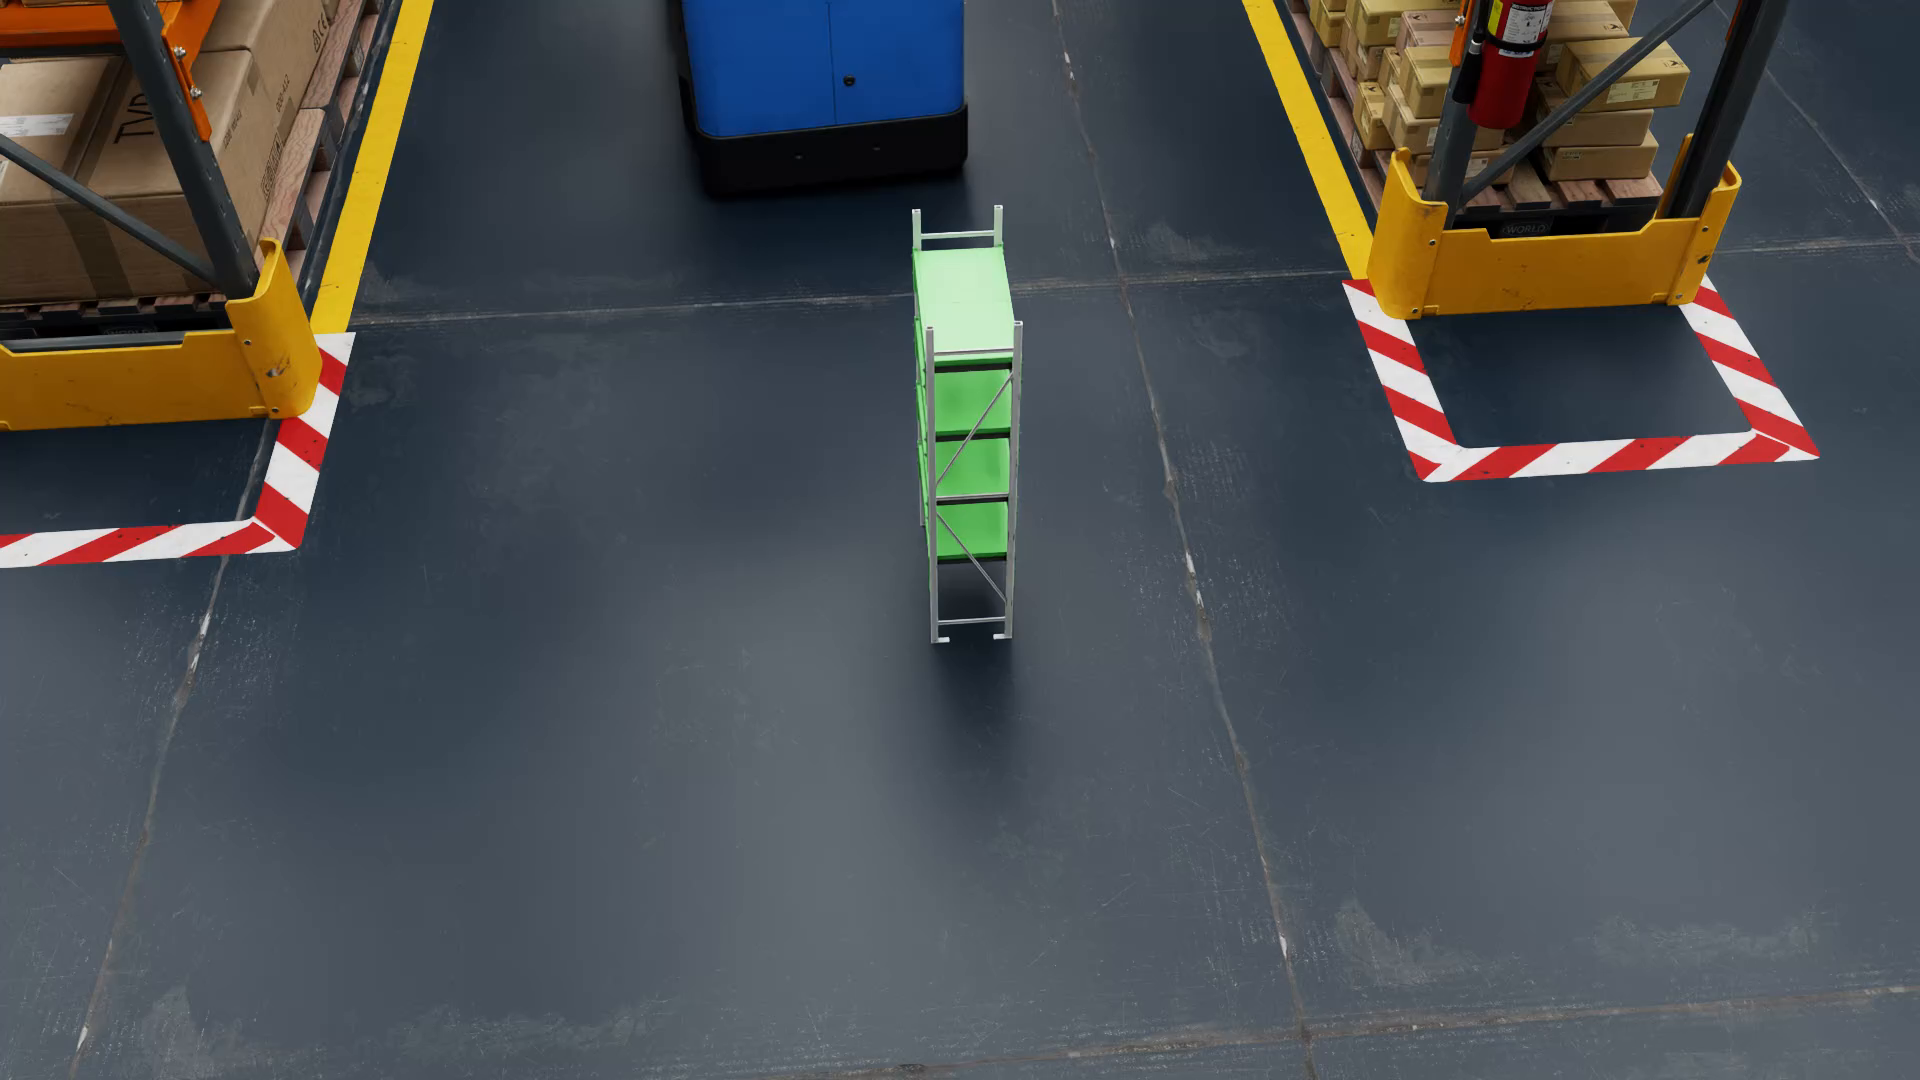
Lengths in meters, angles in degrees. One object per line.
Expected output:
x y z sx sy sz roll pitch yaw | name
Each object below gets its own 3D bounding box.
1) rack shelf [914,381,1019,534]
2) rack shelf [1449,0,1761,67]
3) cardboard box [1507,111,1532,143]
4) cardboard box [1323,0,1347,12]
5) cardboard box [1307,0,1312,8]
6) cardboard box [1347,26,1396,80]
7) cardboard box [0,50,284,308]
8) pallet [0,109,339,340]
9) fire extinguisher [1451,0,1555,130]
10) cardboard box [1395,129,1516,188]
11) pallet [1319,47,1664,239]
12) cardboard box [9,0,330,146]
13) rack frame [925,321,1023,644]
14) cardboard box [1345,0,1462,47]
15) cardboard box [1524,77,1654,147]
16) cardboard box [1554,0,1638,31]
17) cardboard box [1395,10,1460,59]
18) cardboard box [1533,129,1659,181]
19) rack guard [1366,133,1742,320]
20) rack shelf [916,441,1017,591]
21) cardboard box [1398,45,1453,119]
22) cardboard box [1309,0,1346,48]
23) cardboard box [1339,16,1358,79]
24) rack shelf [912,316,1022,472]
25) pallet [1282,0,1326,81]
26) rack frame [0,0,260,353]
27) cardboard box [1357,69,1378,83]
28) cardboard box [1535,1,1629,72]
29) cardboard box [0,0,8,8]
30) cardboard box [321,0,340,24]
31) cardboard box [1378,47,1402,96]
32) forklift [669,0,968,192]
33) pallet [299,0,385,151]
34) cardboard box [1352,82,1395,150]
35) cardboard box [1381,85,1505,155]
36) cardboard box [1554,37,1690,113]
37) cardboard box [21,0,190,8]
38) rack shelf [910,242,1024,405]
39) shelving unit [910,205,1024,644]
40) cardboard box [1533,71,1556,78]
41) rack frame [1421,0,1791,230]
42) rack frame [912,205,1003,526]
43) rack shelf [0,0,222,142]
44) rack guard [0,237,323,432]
0.014 -0.249 4.747 0.258 0.148 0.480 -3 47 -3 | rack shelf
1.945 -3.127 6.641 1.077 0.370 4.000 -3 47 -3 | rack shelf
2.284 -1.674 6.444 0.380 0.149 0.250 -4 47 -3 | cardboard box
1.682 -2.308 6.839 0.380 0.149 0.250 -3 47 -3 | cardboard box
1.681 -2.394 7.125 0.380 0.149 0.250 -3 47 -3 | cardboard box
1.738 -1.934 6.485 0.380 0.149 0.250 -5 47 -5 | cardboard box
-2.967 -1.288 5.880 0.875 0.438 0.875 -5 47 -5 | cardboard box
-2.957 -1.168 6.211 1.003 0.211 1.213 -3 47 -3 | pallet
1.673 -1.562 4.974 0.296 0.674 0.183 -3 47 -3 | fire extinguisher
1.860 -1.460 6.241 0.380 0.149 0.250 -3 47 -3 | cardboard box
2.073 -1.614 6.633 1.003 0.211 1.213 -3 47 -3 | pallet
-3.052 -1.950 6.506 0.875 0.438 0.875 -2 47 -2 | cardboard box
0.034 -0.116 4.534 0.240 1.200 0.015 -3 47 -3 | rack frame
1.703 -2.029 6.370 0.380 0.149 0.250 -4 47 -4 | cardboard box
2.324 -1.589 6.158 0.380 0.149 0.250 -2 47 -2 | cardboard box
2.370 -2.078 6.417 0.380 0.149 0.250 -4 47 -3 | cardboard box
1.851 -1.849 6.200 0.380 0.149 0.250 -3 47 -3 | cardboard box
2.387 -1.490 6.270 0.380 0.149 0.250 -3 47 -2 | cardboard box
2.106 -1.123 5.969 1.175 0.500 0.348 -3 47 -3 | rack guard
0.014 -0.084 4.922 0.258 0.148 0.480 -3 47 -3 | rack shelf
1.815 -1.664 6.024 0.380 0.149 0.250 -3 47 -3 | cardboard box
1.684 -2.195 6.937 0.380 0.149 0.250 -5 47 -5 | cardboard box
1.768 -2.014 6.766 0.380 0.149 0.250 -3 47 -3 | cardboard box
0.014 -0.414 4.573 0.258 0.148 0.480 -3 47 -3 | rack shelf
1.974 -2.494 7.467 1.003 0.211 1.213 -3 47 -3 | pallet
-2.812 -1.553 4.655 1.000 3.000 0.127 -3 47 -3 | rack frame
1.801 -1.836 6.597 0.380 0.149 0.250 -4 47 -3 | cardboard box
2.264 -1.888 6.237 0.380 0.149 0.250 -3 47 -3 | cardboard box
-3.116 -1.921 4.934 0.500 0.500 0.500 -3 47 -3 | cardboard box
-3.126 -2.602 7.124 0.875 0.438 0.875 -5 47 -4 | cardboard box
1.815 -1.751 6.312 0.380 0.149 0.250 -4 47 -4 | cardboard box
-0.749 -3.438 6.488 1.130 2.935 3.031 -8 47 -7 | forklift
-3.056 -2.049 7.045 1.003 0.211 1.213 -3 47 -3 | pallet
1.738 -1.640 6.411 0.380 0.149 0.250 -2 47 -2 | cardboard box
1.783 -1.558 6.129 0.380 0.149 0.250 -5 47 -4 | cardboard box
2.407 -1.696 6.055 0.380 0.149 0.250 -5 47 -5 | cardboard box
-2.566 -1.953 4.964 0.500 0.500 0.500 -4 47 -4 | cardboard box
0.014 -0.579 4.399 0.258 0.148 0.480 -3 47 -3 | rack shelf
0.014 -0.293 4.701 0.258 1.200 0.503 -3 47 -3 | shelving unit
2.357 -1.790 6.349 0.380 0.149 0.250 -4 47 -3 | cardboard box
2.112 -1.927 5.010 1.000 3.000 0.127 -3 47 -3 | rack frame
-0.007 -0.469 4.868 0.240 1.200 0.015 -3 47 -3 | rack frame
-2.980 -2.753 6.287 1.077 0.370 4.000 -3 47 -3 | rack shelf
-2.810 -0.677 5.546 1.175 0.500 0.348 -3 47 -3 | rack guard
